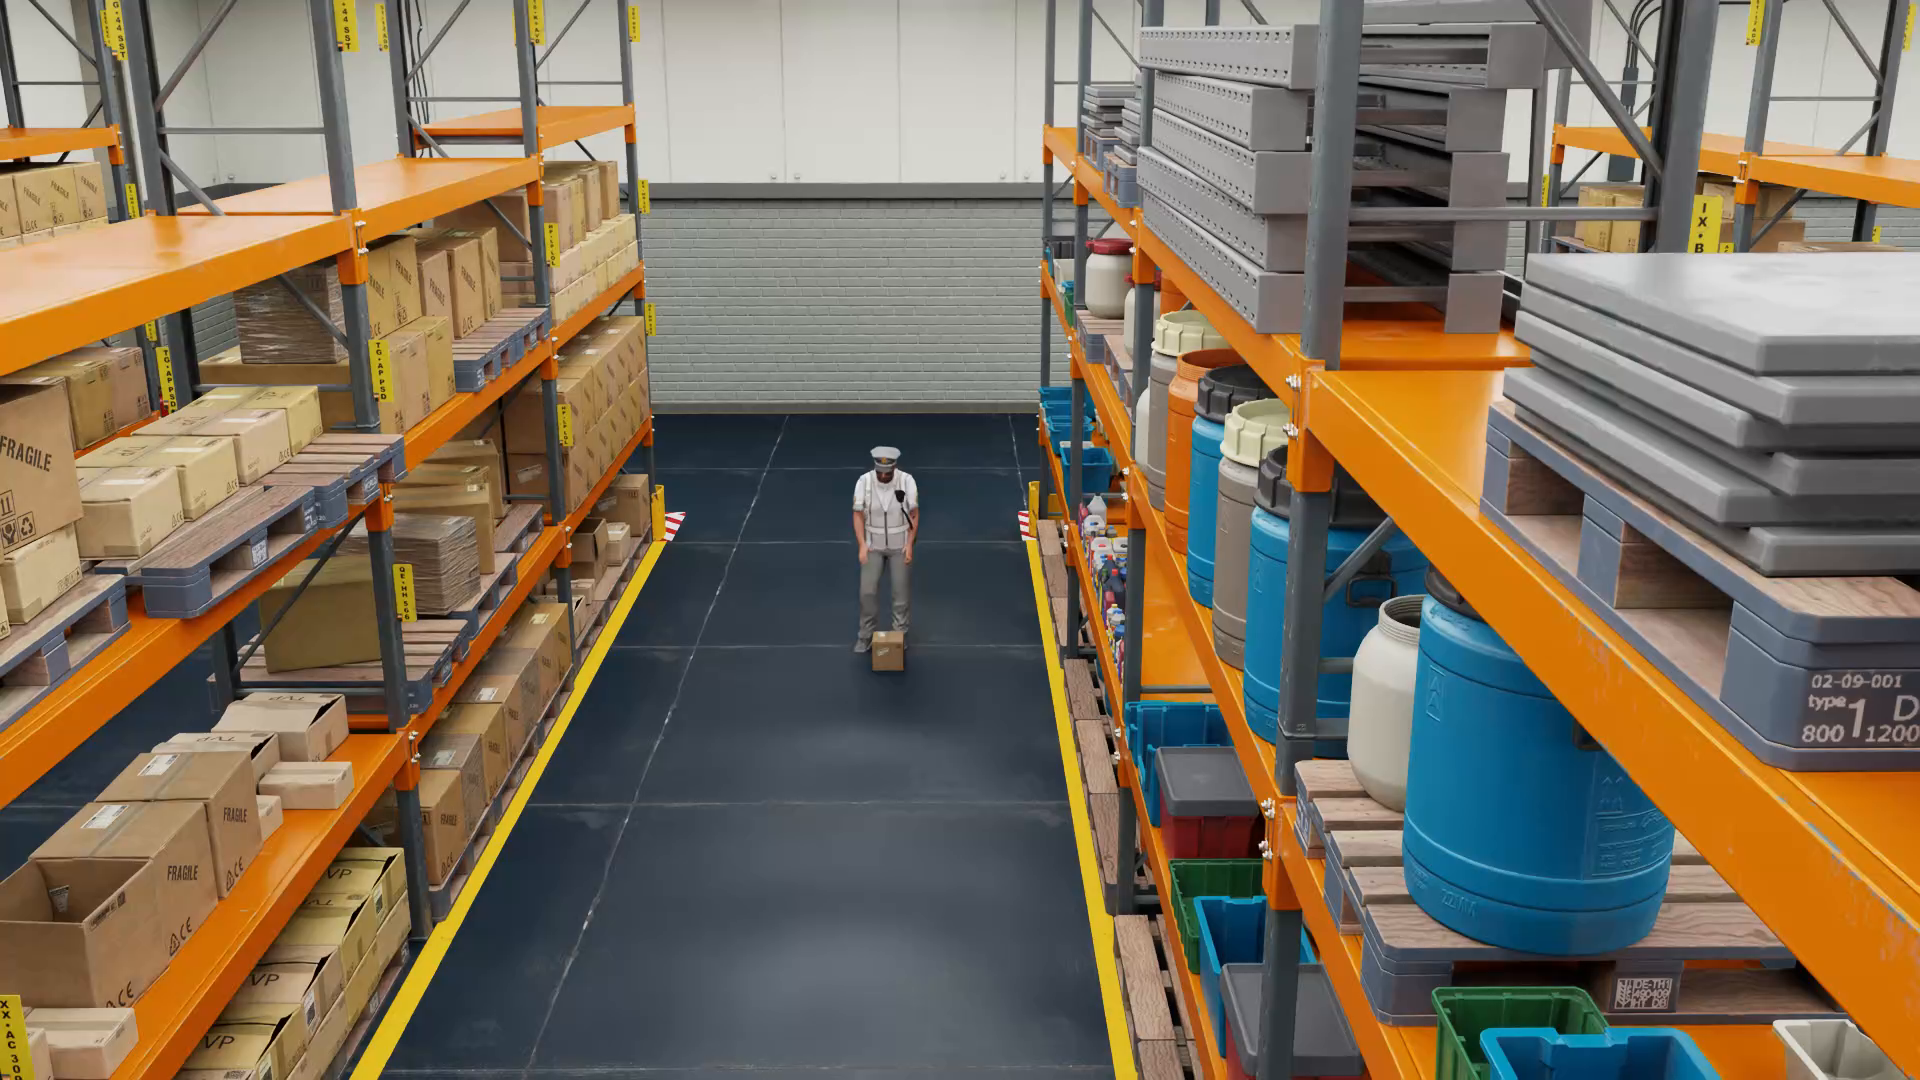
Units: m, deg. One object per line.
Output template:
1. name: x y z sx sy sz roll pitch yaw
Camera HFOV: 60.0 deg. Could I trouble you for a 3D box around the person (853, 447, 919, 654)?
1. person: -0.628 0.109 13.801 0.582 1.820 0.564 0 17 -2
